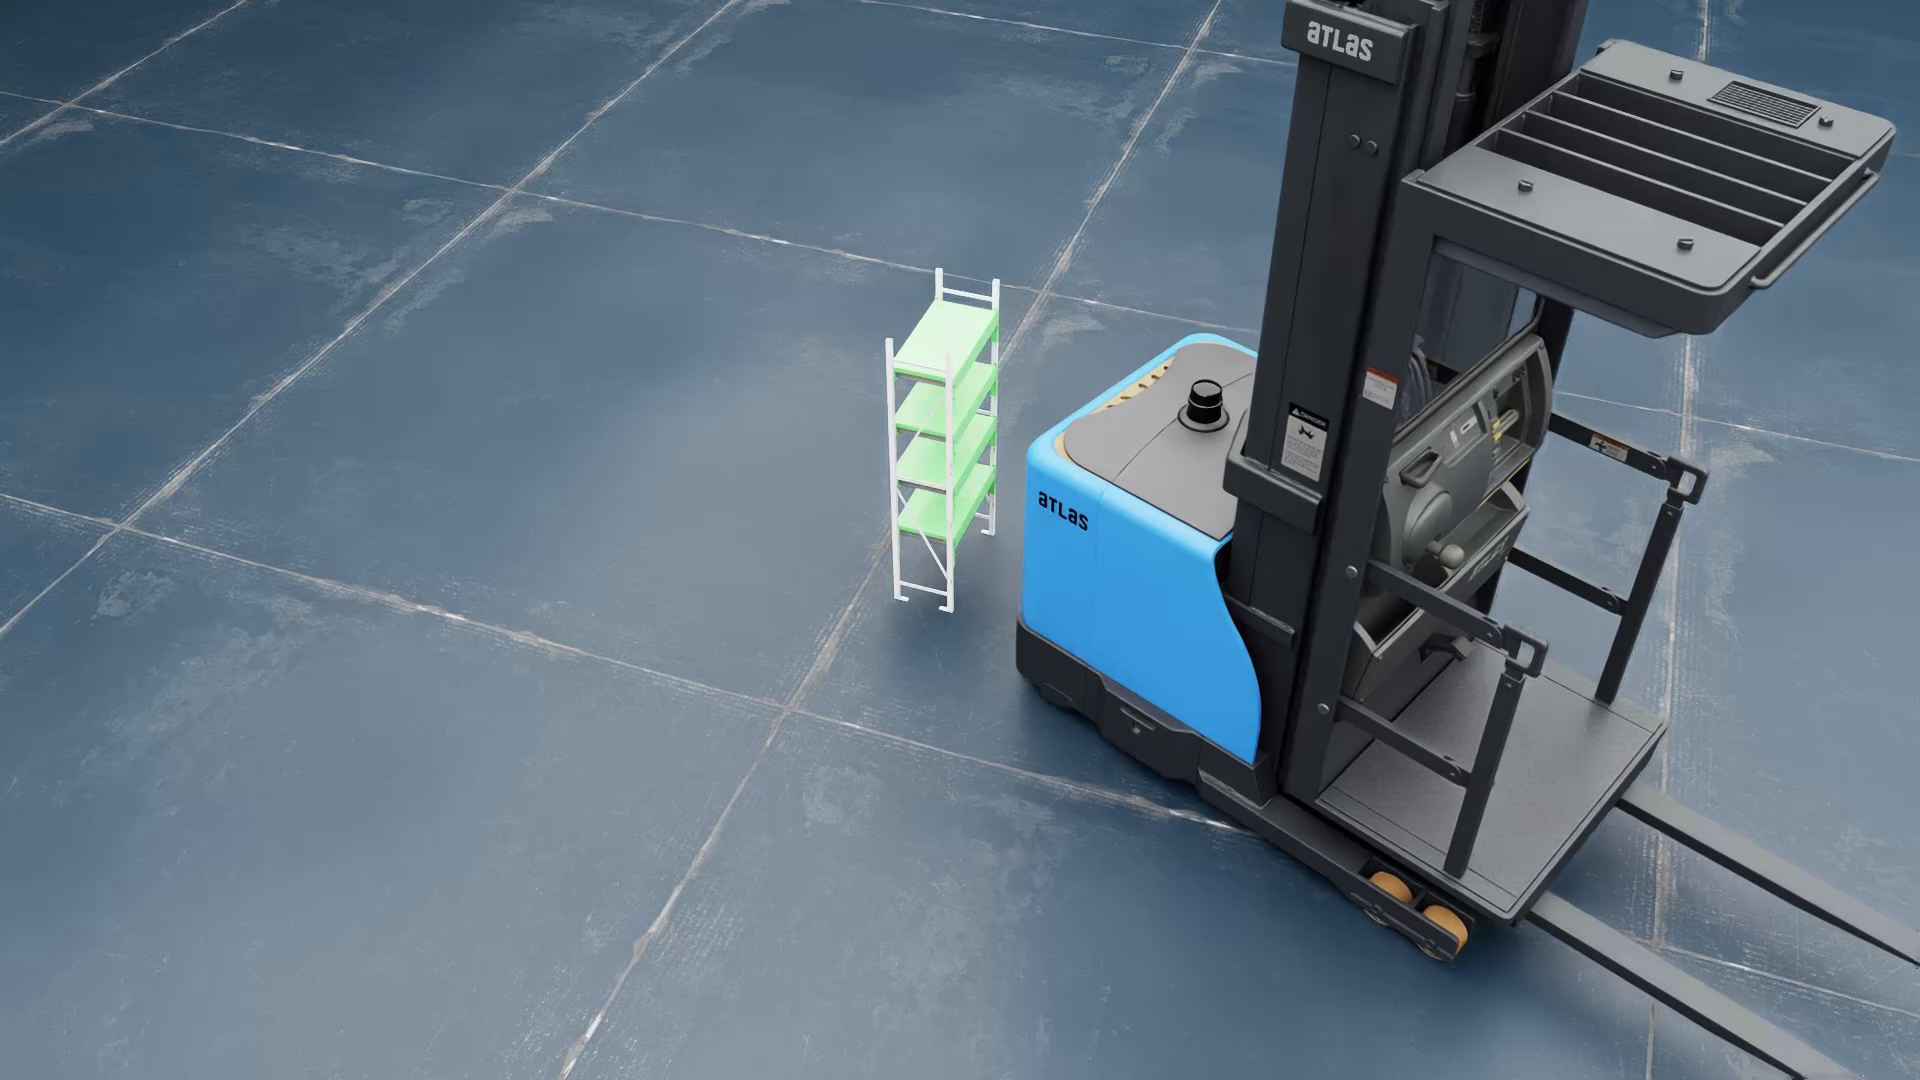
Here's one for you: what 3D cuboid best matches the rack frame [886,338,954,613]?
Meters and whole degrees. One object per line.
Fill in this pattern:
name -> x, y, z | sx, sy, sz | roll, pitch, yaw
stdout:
rack frame -> -0.140, -0.207, 6.068 | 0.240, 1.200, 0.015 | 13, 42, 15

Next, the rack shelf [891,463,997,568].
rack shelf -> -0.057, -0.124, 6.439 | 0.258, 0.148, 0.480 | 13, 42, 15

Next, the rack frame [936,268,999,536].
rack frame -> 0.027, -0.504, 6.417 | 0.240, 1.200, 0.015 | 13, 42, 15

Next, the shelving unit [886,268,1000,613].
shelving unit -> -0.057, -0.355, 6.242 | 0.258, 1.200, 0.503 | 13, 42, 15

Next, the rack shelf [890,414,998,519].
rack shelf -> -0.057, -0.307, 6.284 | 0.258, 0.148, 0.480 | 13, 42, 15

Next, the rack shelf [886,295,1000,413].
rack shelf -> -0.057, -0.672, 5.972 | 0.258, 0.148, 0.480 | 13, 42, 15

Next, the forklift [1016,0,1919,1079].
forklift -> 1.630, -0.191, 4.716 | 3.031, 2.935, 1.130 | 31, 49, 31

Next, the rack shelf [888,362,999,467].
rack shelf -> -0.057, -0.489, 6.128 | 0.258, 0.148, 0.480 | 13, 42, 15
